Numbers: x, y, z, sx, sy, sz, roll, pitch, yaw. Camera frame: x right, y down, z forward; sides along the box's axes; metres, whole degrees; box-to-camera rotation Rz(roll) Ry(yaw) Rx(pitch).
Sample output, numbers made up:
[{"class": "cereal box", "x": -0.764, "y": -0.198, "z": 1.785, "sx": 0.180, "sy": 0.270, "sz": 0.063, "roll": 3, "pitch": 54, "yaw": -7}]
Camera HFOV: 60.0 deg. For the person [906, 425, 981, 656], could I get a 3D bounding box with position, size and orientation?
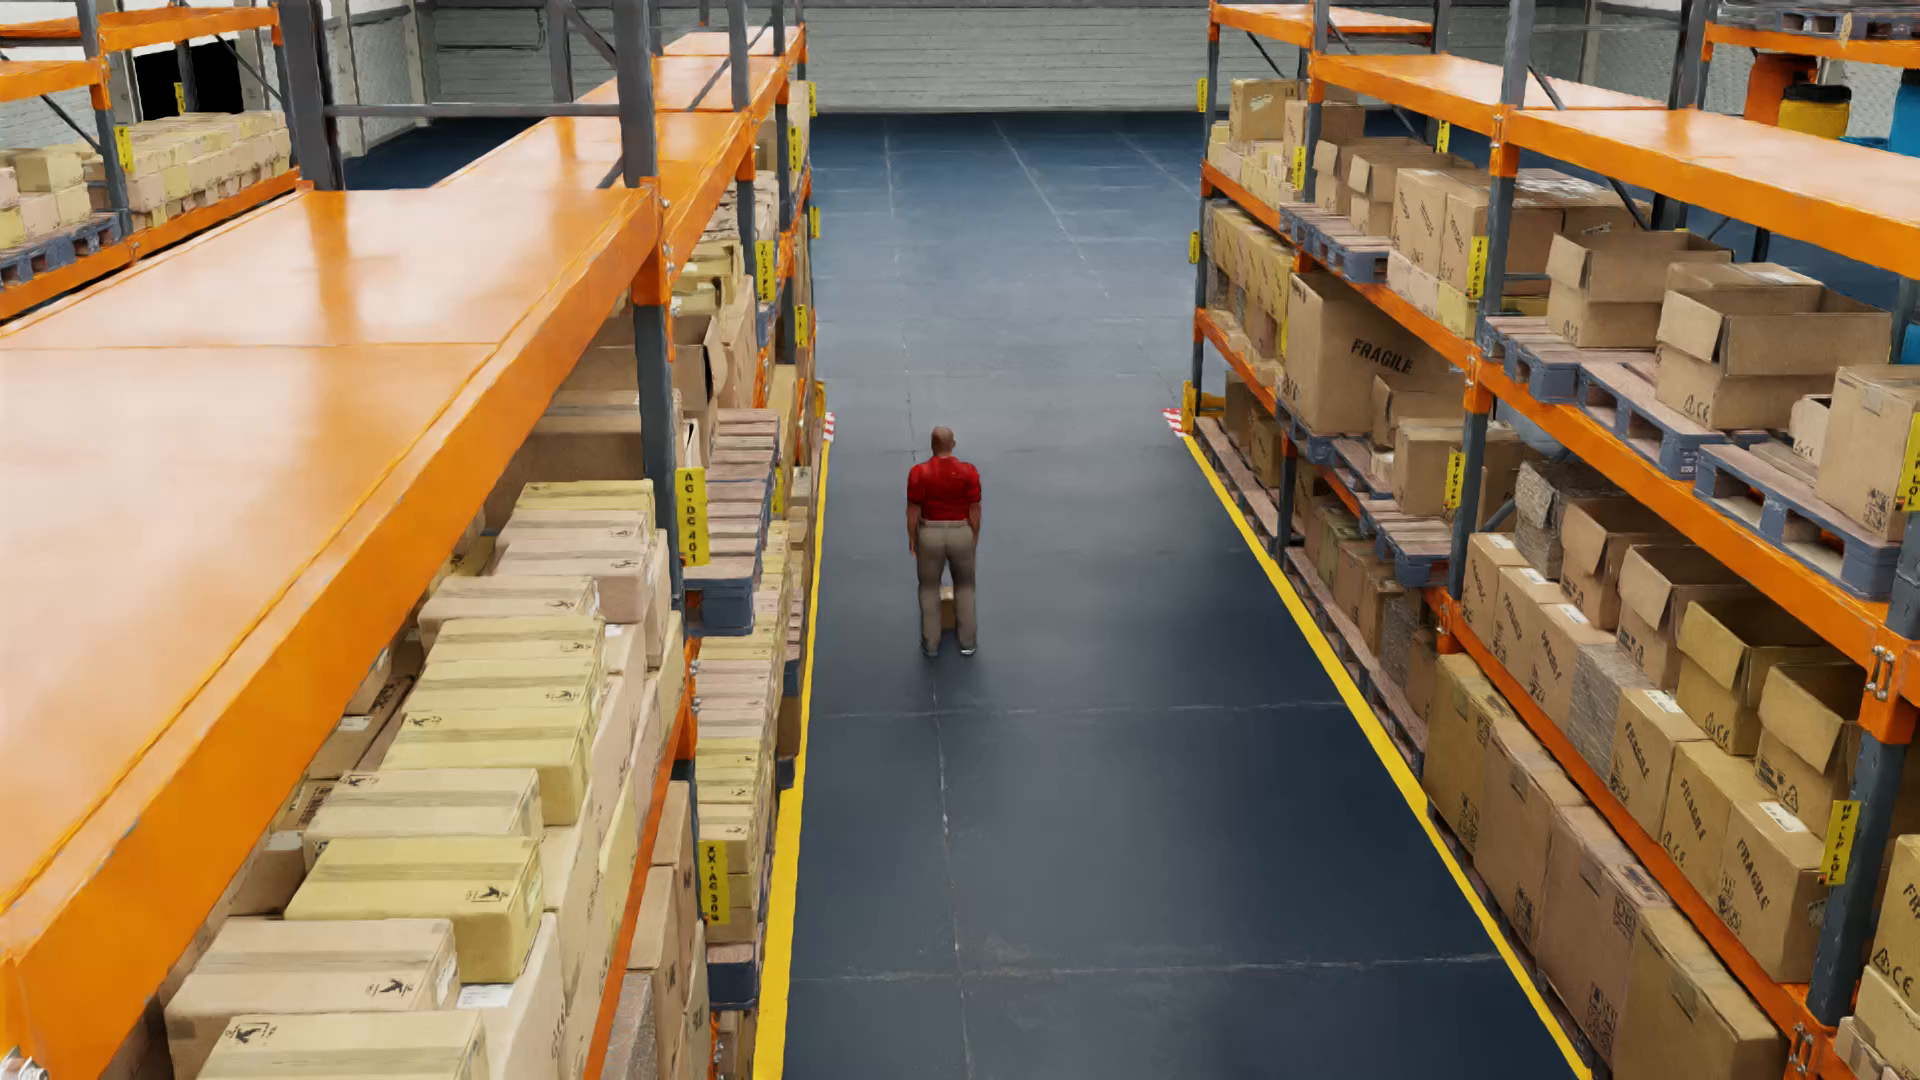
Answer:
[{"class": "person", "x": -0.119, "y": 0.034, "z": 11.997, "sx": 0.534, "sy": 1.635, "sz": 0.365, "roll": -1, "pitch": 20, "yaw": -2}]
